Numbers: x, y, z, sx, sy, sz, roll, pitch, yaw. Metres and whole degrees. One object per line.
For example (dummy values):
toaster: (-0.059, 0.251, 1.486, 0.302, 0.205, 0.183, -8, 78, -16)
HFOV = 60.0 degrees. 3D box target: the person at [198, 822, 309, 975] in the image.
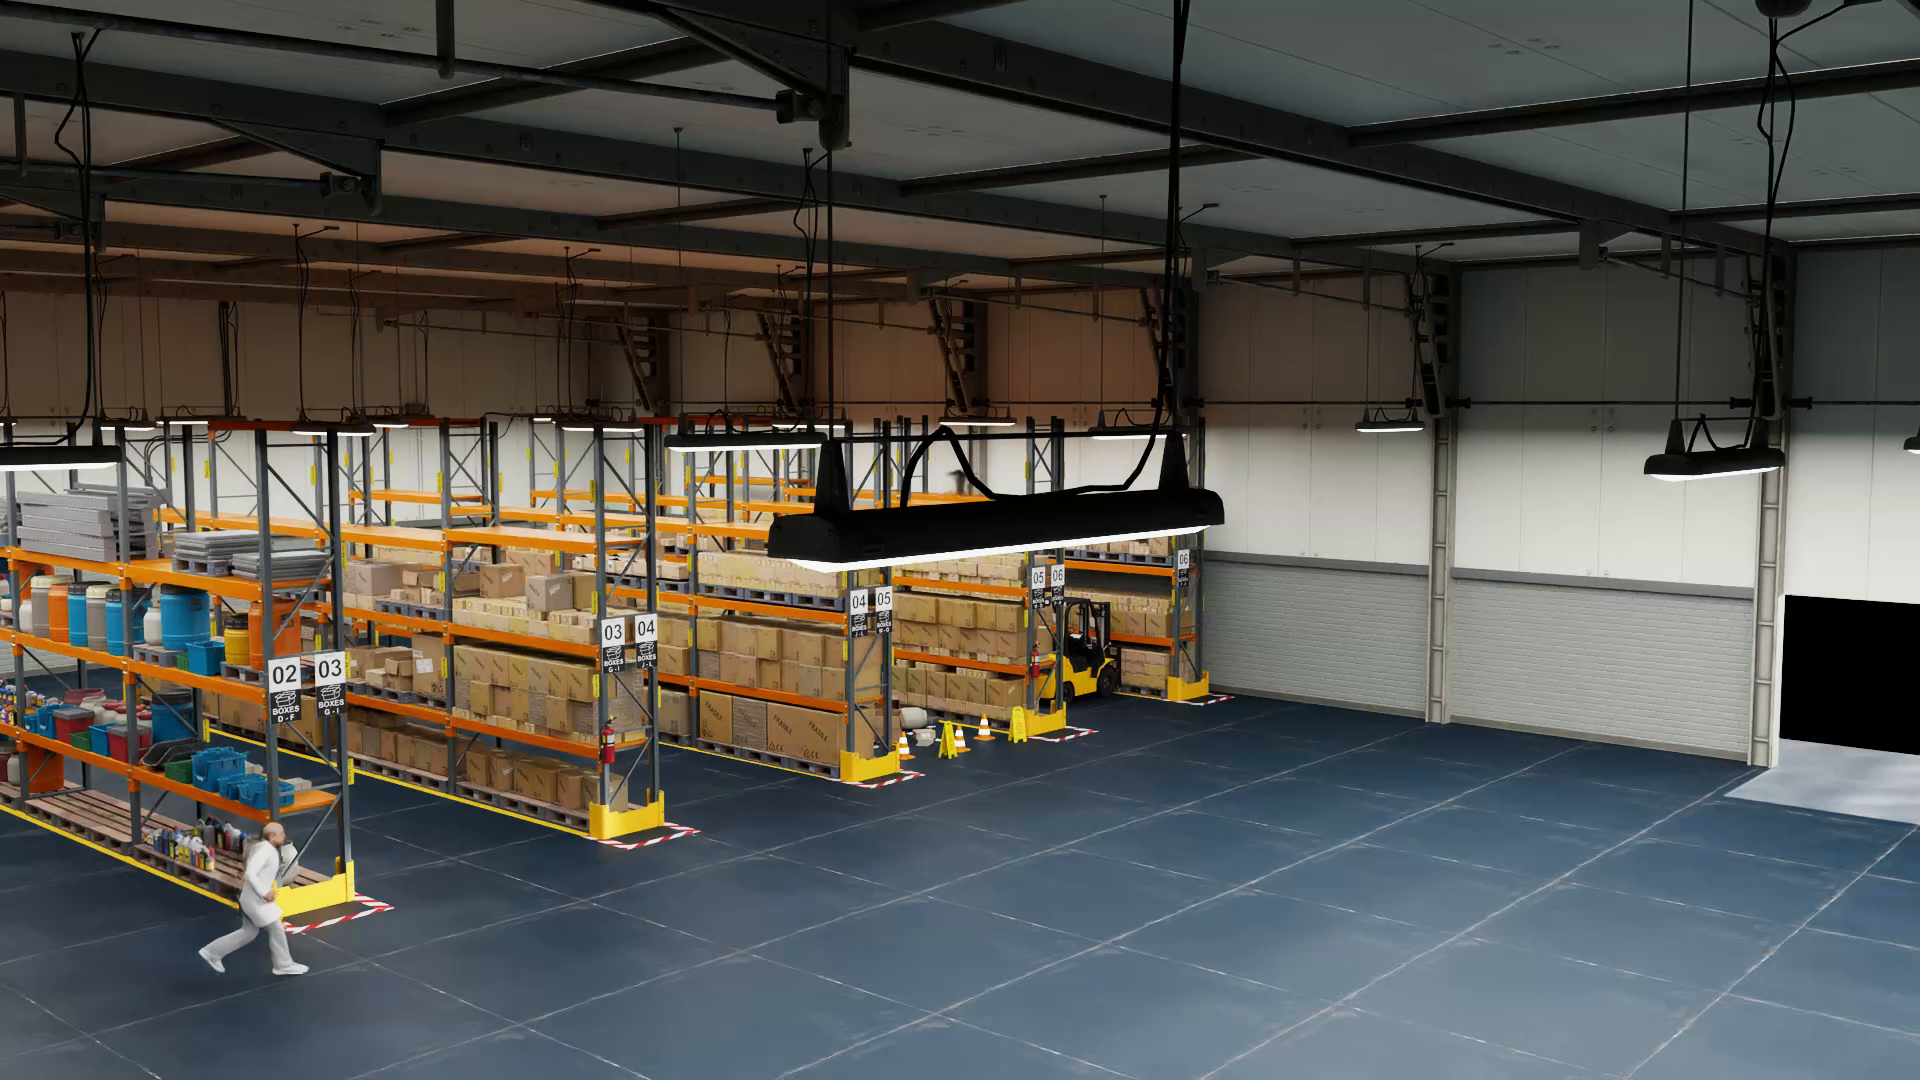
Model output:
person: (-7.721, 3.956, 18.112, 1.105, 1.735, 0.733, -2, 5, -18)
